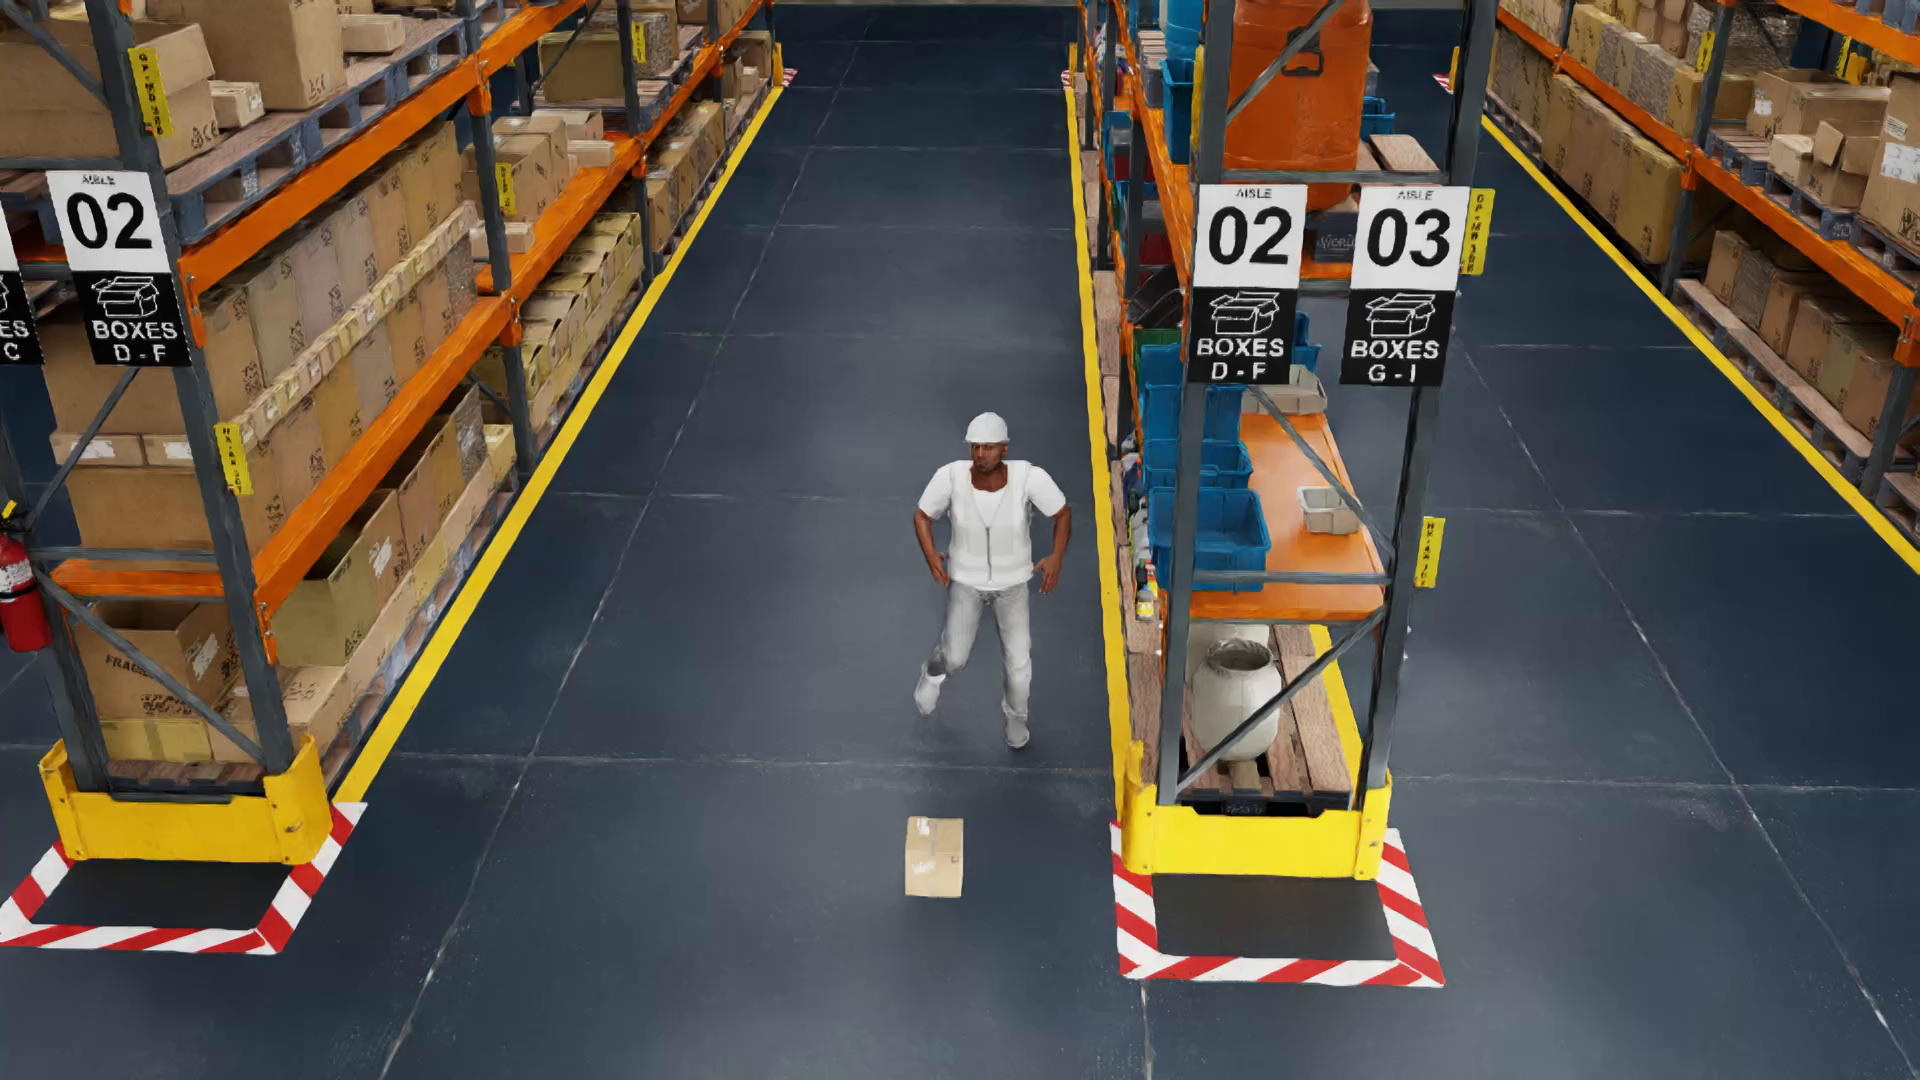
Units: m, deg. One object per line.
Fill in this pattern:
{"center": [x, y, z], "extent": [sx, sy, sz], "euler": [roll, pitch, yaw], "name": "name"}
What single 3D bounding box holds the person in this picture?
{"center": [0.158, 0.194, 8.263], "extent": [0.798, 1.733, 0.501], "euler": [0, 28, -1], "name": "person"}
